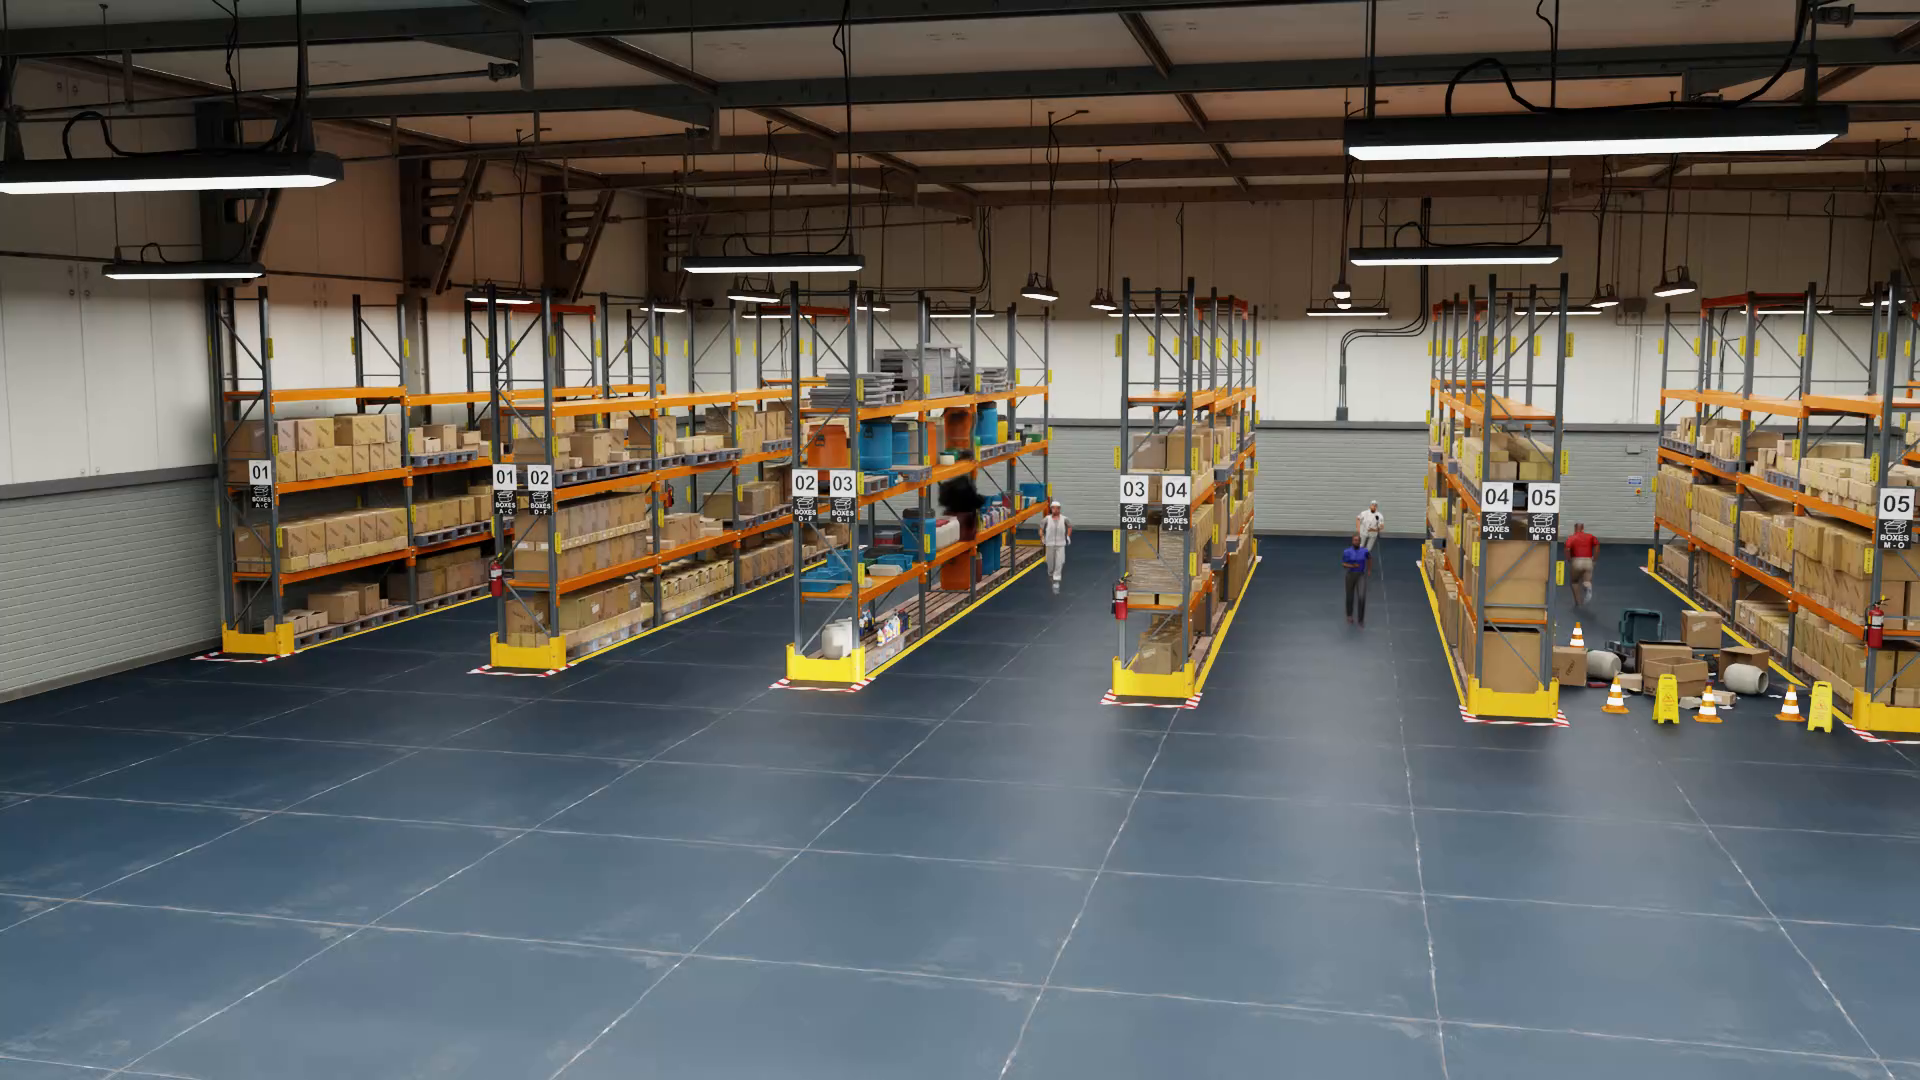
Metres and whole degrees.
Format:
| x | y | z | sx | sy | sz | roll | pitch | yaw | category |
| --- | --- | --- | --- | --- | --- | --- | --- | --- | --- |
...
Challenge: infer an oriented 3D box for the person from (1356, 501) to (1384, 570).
| x | y | z | sx | sy | sz | roll | pitch | yaw | category |
| --- | --- | --- | --- | --- | --- | --- | --- | --- | --- |
| 9.232 | -0.098 | 37.526 | 0.628 | 1.593 | 0.512 | 1 | 7 | 12 | person |

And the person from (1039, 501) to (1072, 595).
| x | y | z | sx | sy | sz | roll | pitch | yaw | category |
| --- | --- | --- | --- | --- | --- | --- | --- | --- | --- |
| 1.858 | 0.132 | 32.283 | 0.661 | 1.787 | 0.868 | 0 | 7 | 1 | person |

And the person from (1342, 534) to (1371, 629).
| x | y | z | sx | sy | sz | roll | pitch | yaw | category |
| --- | --- | --- | --- | --- | --- | --- | --- | --- | --- |
| 7.146 | 0.758 | 29.980 | 0.540 | 1.747 | 0.786 | 1 | 7 | 9 | person |

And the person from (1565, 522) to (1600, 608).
| x | y | z | sx | sy | sz | roll | pitch | yaw | category |
| --- | --- | --- | --- | --- | --- | --- | --- | --- | --- |
| 11.956 | 0.528 | 31.968 | 0.673 | 1.720 | 0.871 | 1 | 7 | 7 | person |
